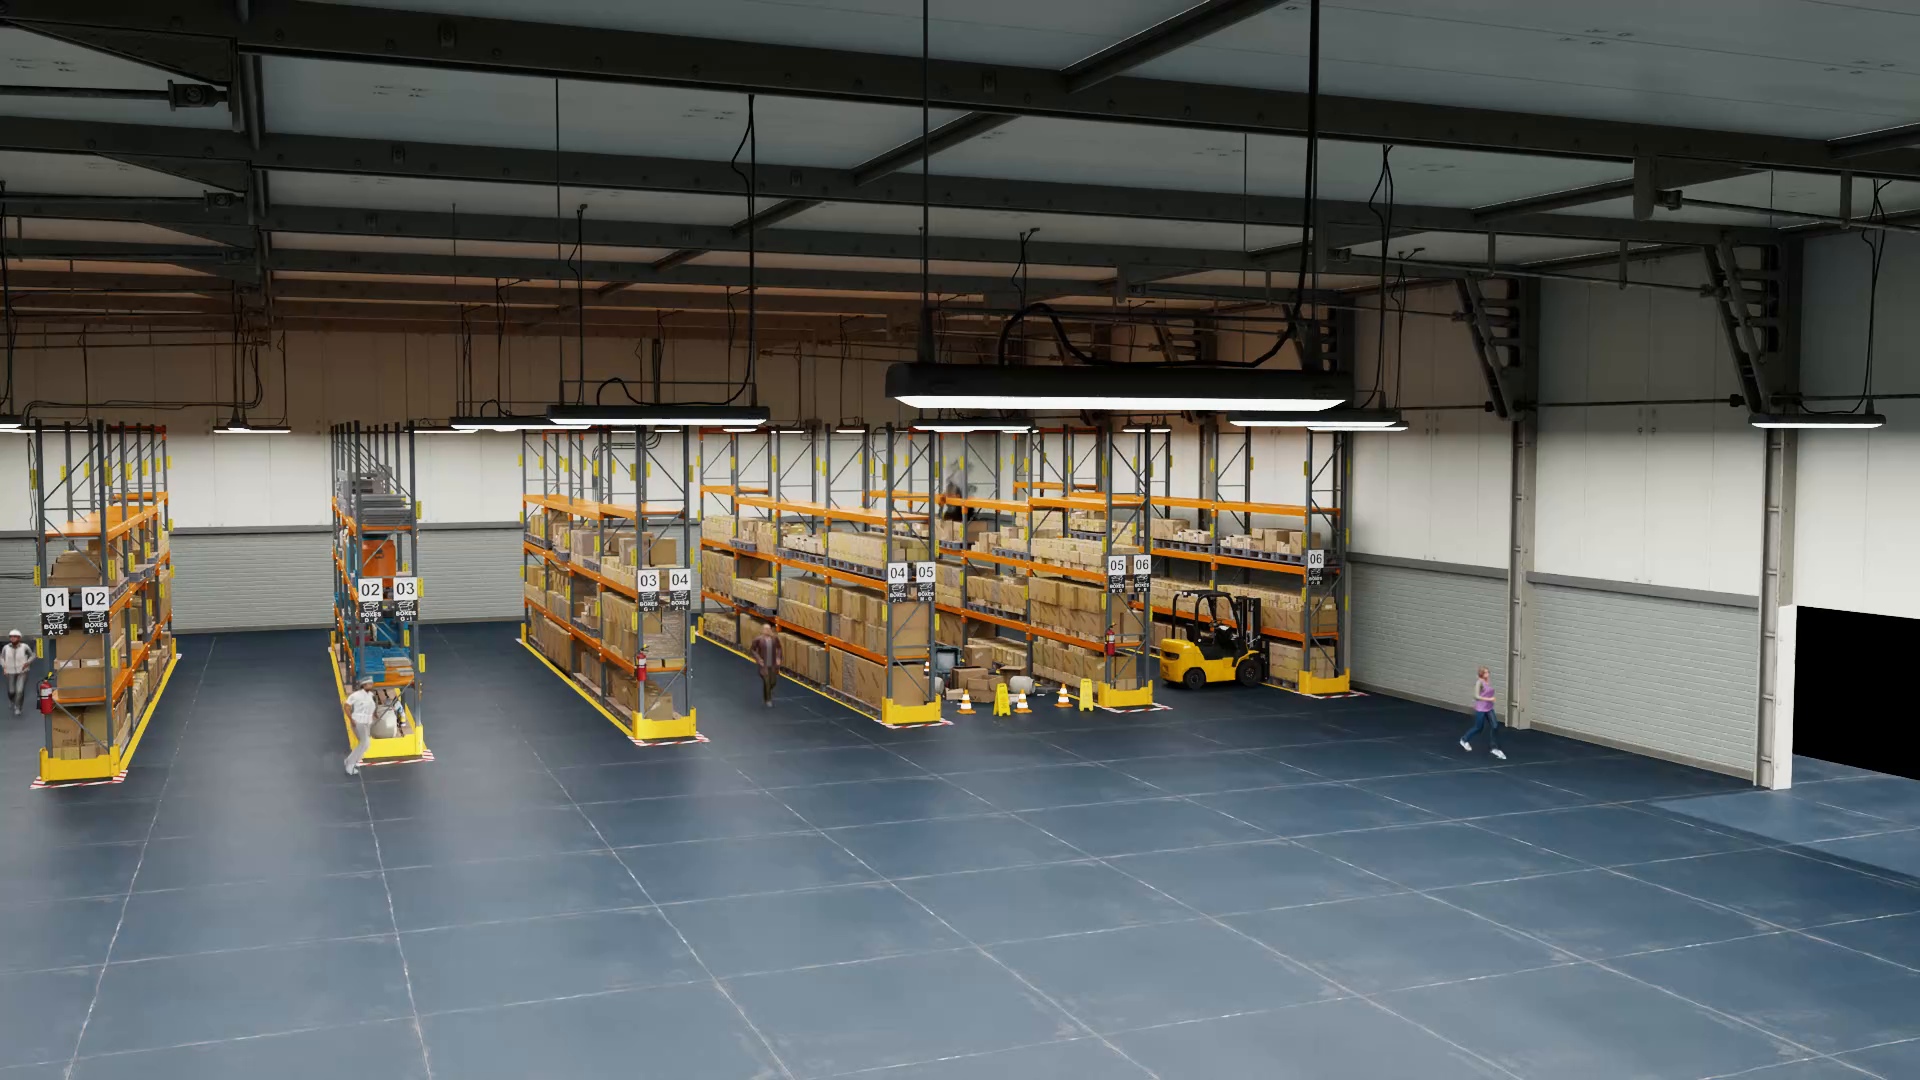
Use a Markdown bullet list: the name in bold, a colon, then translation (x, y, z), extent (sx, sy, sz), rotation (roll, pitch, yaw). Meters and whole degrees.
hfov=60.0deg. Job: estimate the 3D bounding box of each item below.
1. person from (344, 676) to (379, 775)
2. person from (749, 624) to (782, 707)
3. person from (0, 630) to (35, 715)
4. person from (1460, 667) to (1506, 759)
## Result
- **person**: translation (-10.169, 3.142, 28.340), extent (0.544, 1.636, 0.668), rotation (1, 4, 15)
- **person**: translation (-4.128, 2.672, 35.406), extent (0.730, 1.699, 0.723), rotation (-2, 4, -25)
- **person**: translation (-19.414, 2.722, 34.259), extent (0.656, 1.746, 0.627), rotation (-1, 4, -21)
- **person**: translation (9.370, 3.061, 29.766), extent (0.548, 1.610, 0.868), rotation (-3, 4, -37)
